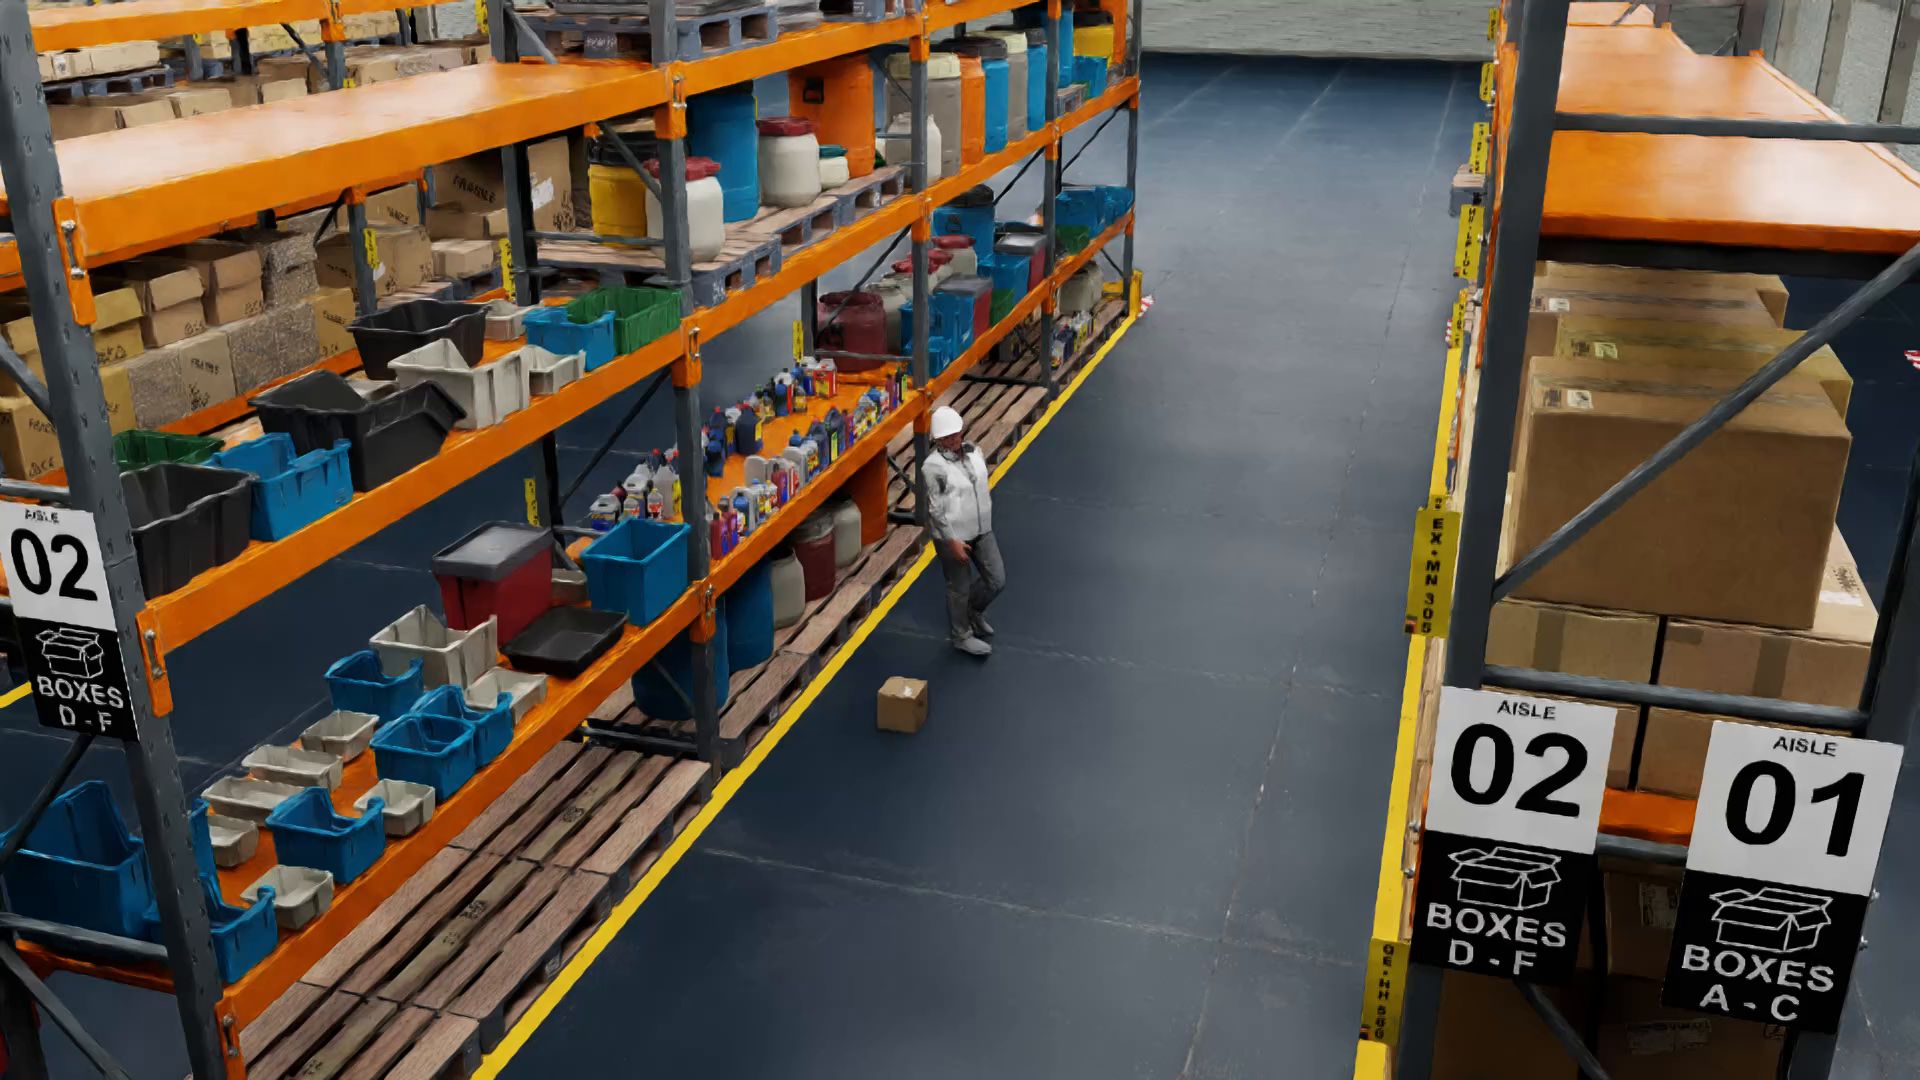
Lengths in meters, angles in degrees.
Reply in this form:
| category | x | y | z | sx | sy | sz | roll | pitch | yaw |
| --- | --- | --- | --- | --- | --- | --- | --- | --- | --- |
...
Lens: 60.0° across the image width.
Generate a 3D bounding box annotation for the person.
| category | x | y | z | sx | sy | sz | roll | pitch | yaw |
| --- | --- | --- | --- | --- | --- | --- | --- | --- | --- |
| person | 0.031 | -0.062 | 11.212 | 0.631 | 1.767 | 0.429 | -19 | 29 | -40 |
